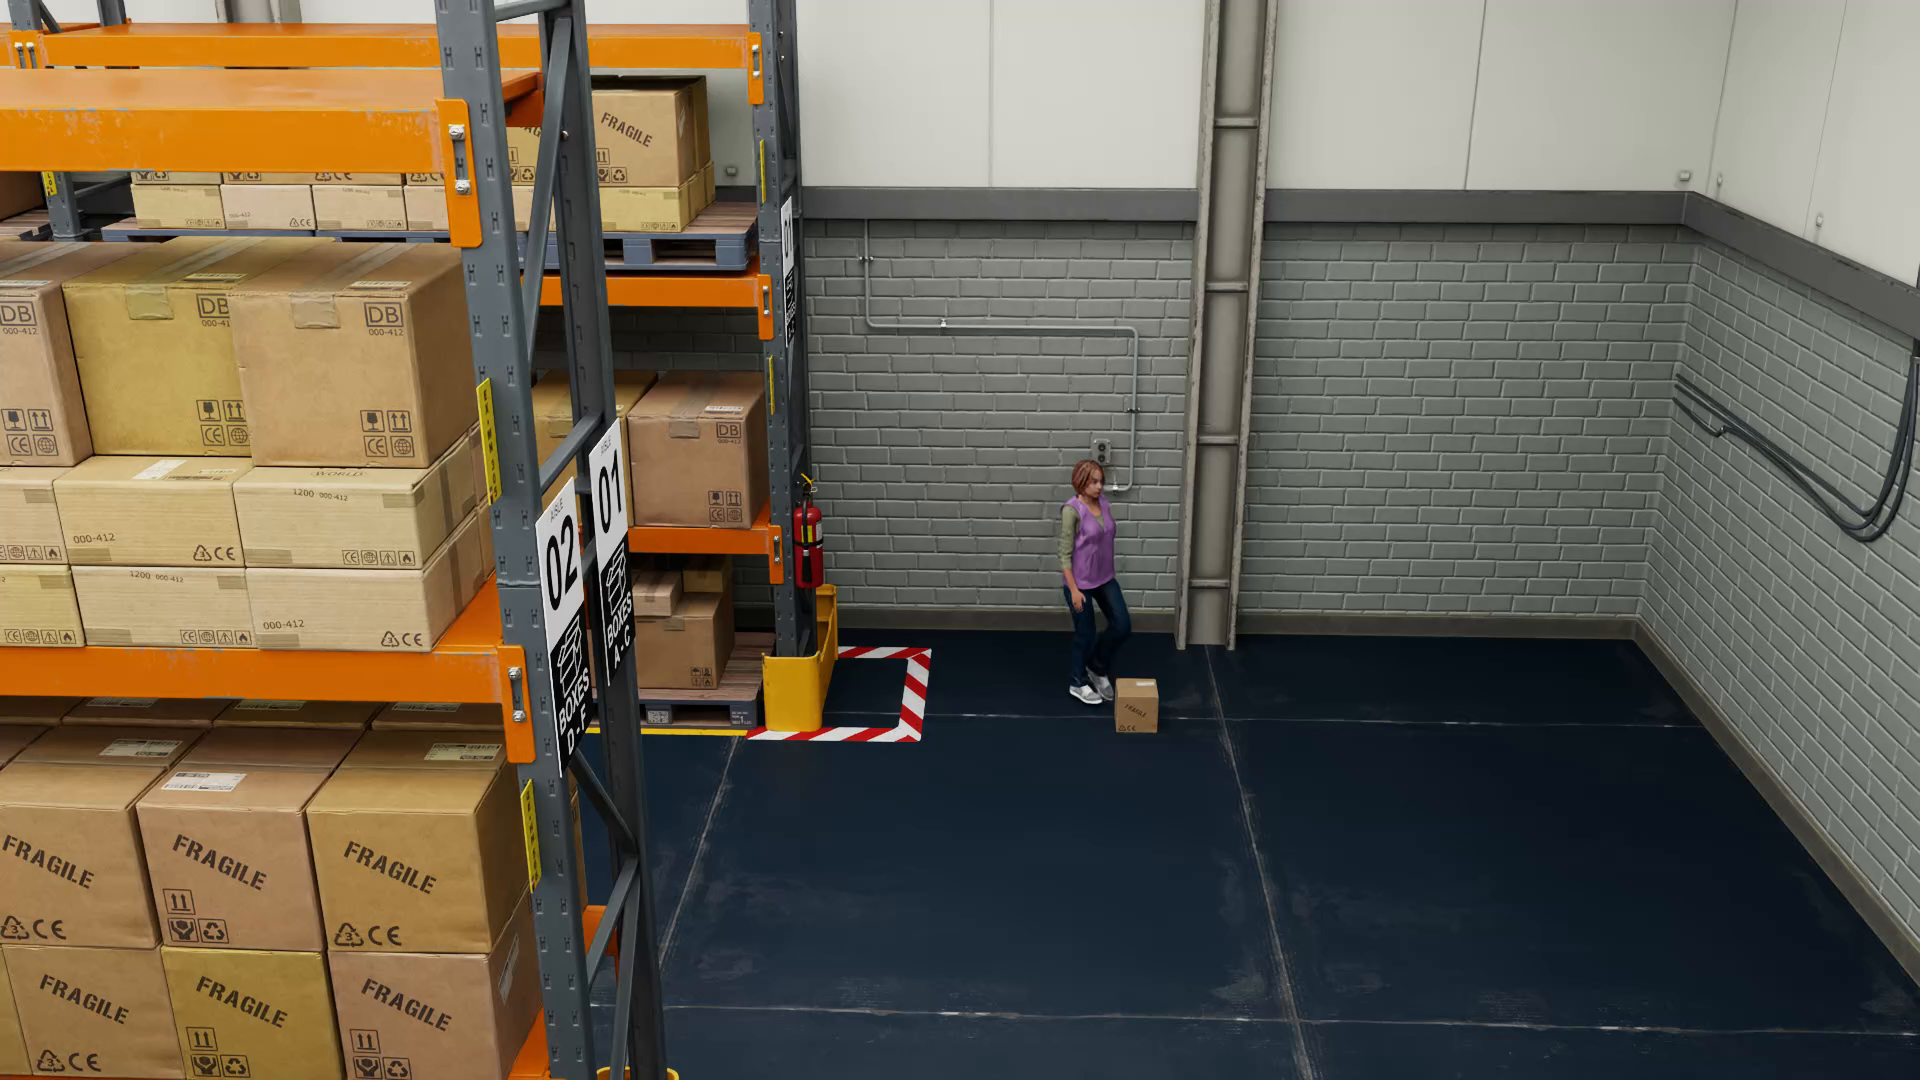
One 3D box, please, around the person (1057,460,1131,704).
[{"bbox_3d":[0.824,0.290,10.319,0.465,1.610,0.405,-16,26,-35],"label":"person"}]
